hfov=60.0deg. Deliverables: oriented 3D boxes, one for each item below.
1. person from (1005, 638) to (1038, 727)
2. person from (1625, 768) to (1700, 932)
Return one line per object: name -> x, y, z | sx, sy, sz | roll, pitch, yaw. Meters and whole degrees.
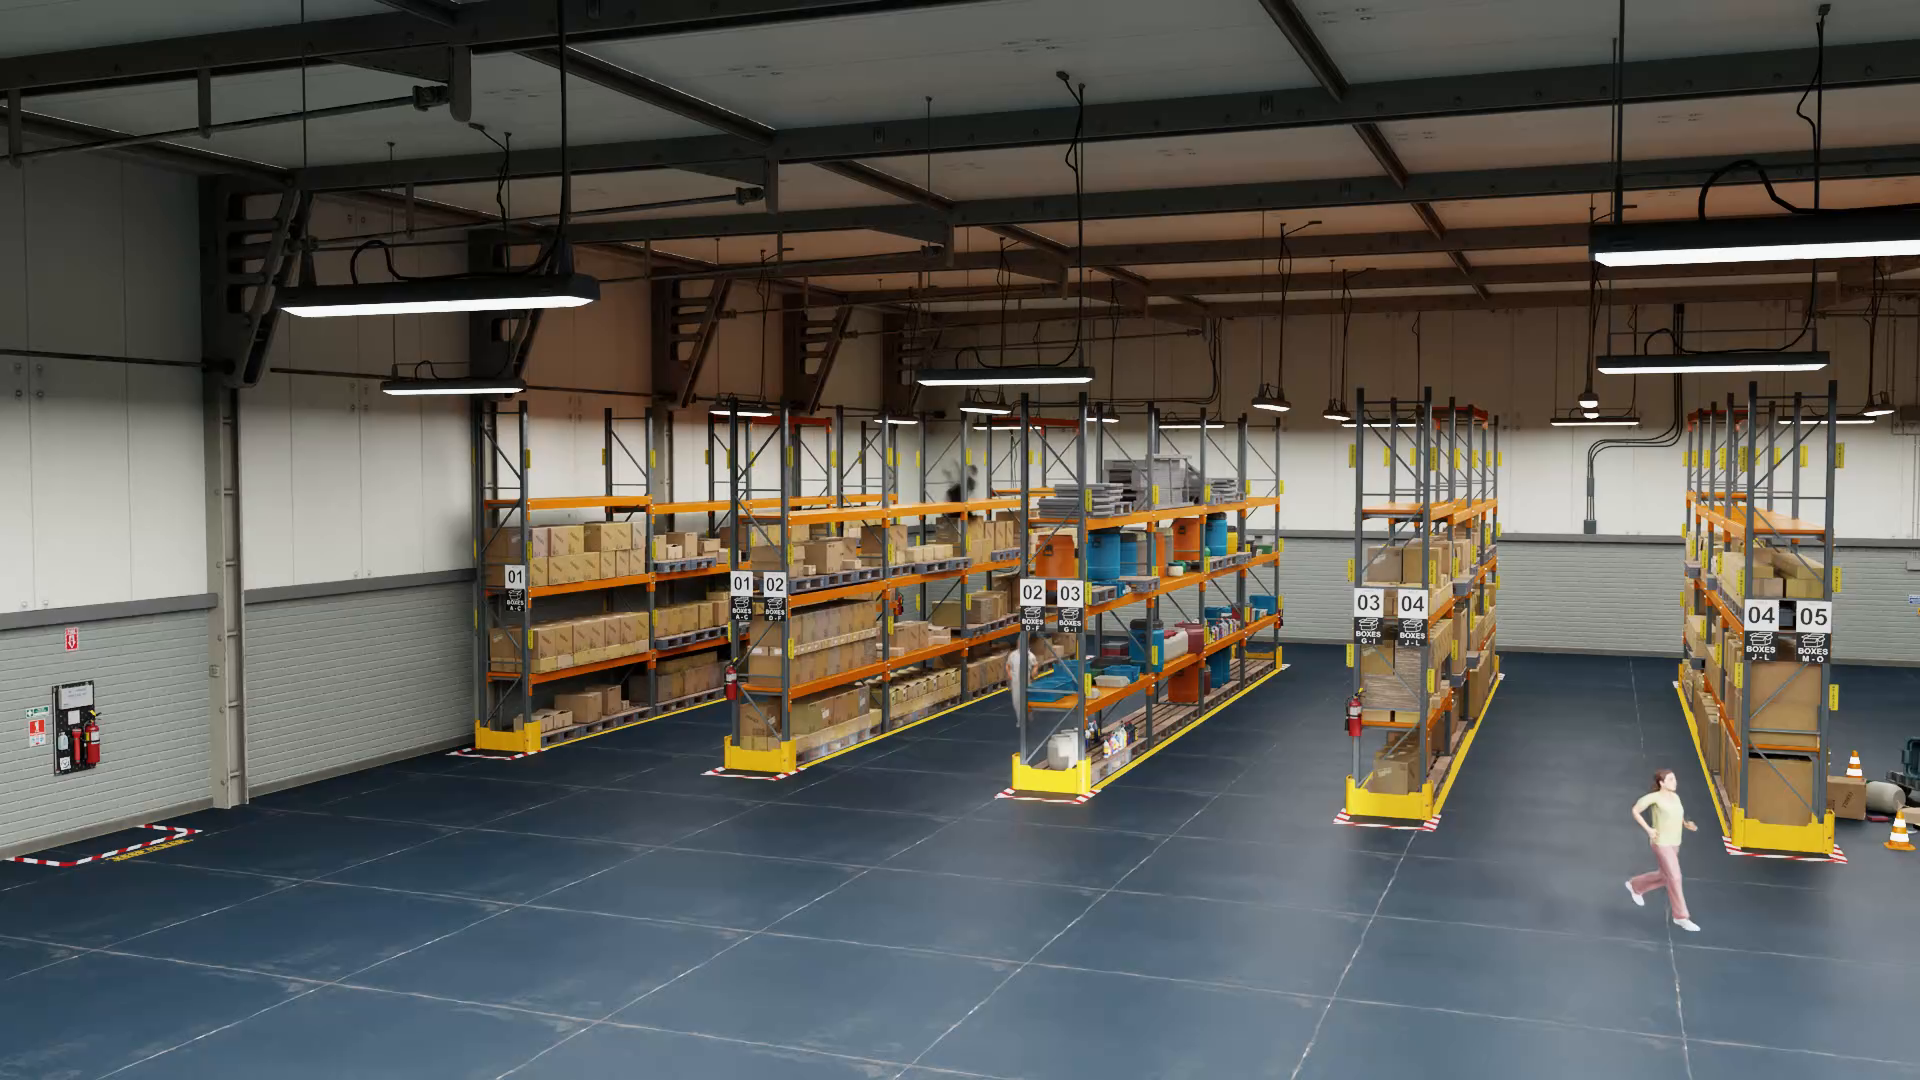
person -> 1.132, 2.625, 30.783 | 0.613, 1.637, 0.557 | 1, 3, 16
person -> 7.585, 3.419, 17.957 | 0.578, 1.424, 0.939 | -2, 3, -32
